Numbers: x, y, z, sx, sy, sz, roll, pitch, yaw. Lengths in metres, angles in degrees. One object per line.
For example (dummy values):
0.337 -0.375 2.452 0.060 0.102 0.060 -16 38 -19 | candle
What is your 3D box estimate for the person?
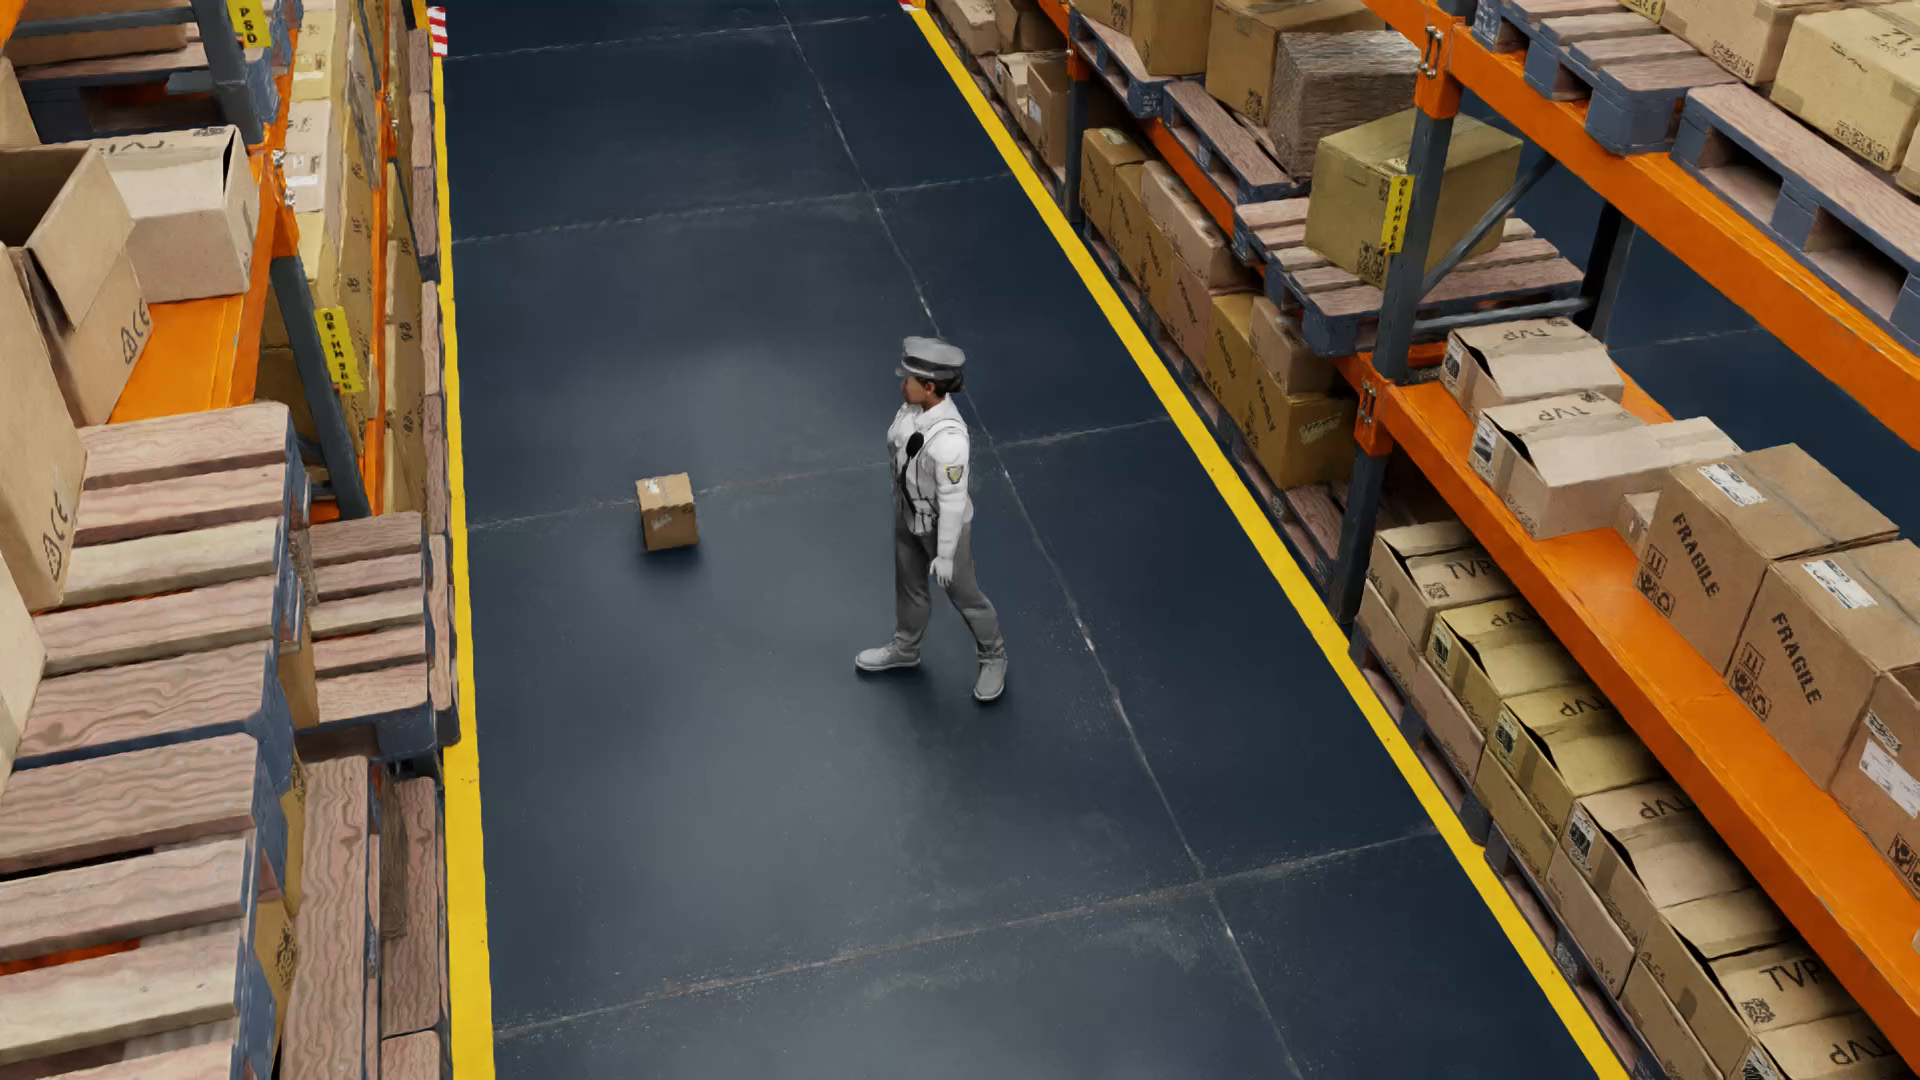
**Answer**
-0.134 -0.104 6.821 0.611 1.664 0.678 -15 41 -18 | person
